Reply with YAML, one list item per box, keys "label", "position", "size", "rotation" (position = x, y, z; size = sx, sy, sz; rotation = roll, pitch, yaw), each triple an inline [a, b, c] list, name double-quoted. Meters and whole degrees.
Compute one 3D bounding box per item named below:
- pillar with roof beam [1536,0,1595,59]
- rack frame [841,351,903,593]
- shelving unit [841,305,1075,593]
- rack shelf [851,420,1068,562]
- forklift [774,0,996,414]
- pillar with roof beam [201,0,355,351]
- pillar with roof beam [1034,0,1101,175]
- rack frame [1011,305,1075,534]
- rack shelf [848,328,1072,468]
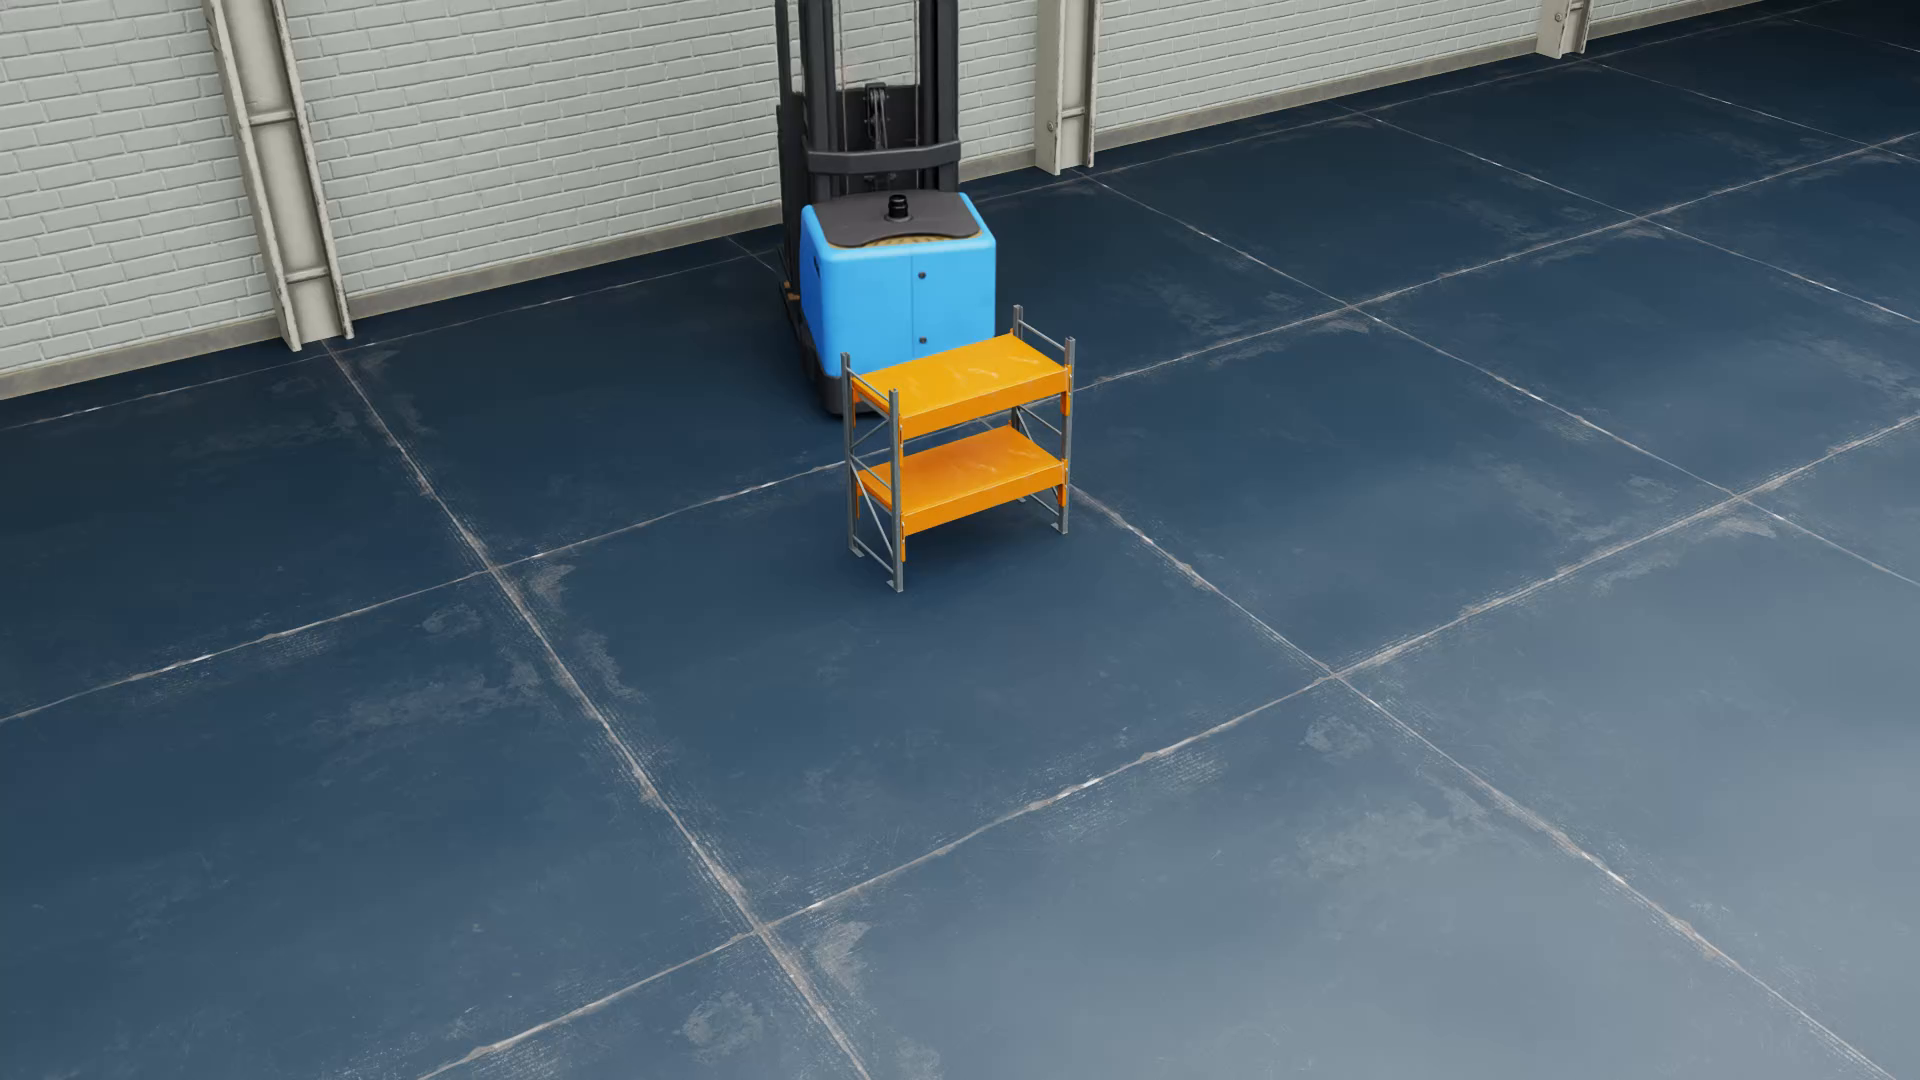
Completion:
- label: "pillar with roof beam"
  position: [8.223, -6.678, 10.902]
  size: [0.400, 9.000, 9.100]
  rotation: [-19, 37, -27]
- label: "rack frame"
  position: [-0.433, -0.327, 8.214]
  size: [0.032, 1.125, 0.500]
  rotation: [-19, 37, -27]
- label: "shelving unit"
  position: [-0.006, -0.474, 8.447]
  size: [1.048, 1.125, 0.538]
  rotation: [-19, 37, -27]
- label: "rack shelf"
  position: [-0.006, -0.267, 8.577]
  size: [1.000, 0.278, 0.538]
  rotation: [-19, 37, -27]
- label: "forklift"
  position: [-0.605, -2.756, 10.372]
  size: [1.130, 2.935, 3.031]
  rotation: [-7, 33, -11]
- label: "pillar with roof beam"
  position: [-1.863, -3.209, 5.403]
  size: [0.400, 9.000, 9.100]
  rotation: [-19, 37, -27]
- label: "pillar with roof beam"
  position: [3.180, -4.944, 8.153]
  size: [0.400, 9.000, 9.100]
  rotation: [-19, 37, -27]
- label: "rack frame"
  position: [0.422, -0.621, 8.680]
  size: [0.032, 1.125, 0.500]
  rotation: [-19, 37, -27]
- label: "rack shelf"
  position: [-0.006, -0.721, 8.291]
  size: [1.000, 0.278, 0.538]
  rotation: [-19, 37, -27]
